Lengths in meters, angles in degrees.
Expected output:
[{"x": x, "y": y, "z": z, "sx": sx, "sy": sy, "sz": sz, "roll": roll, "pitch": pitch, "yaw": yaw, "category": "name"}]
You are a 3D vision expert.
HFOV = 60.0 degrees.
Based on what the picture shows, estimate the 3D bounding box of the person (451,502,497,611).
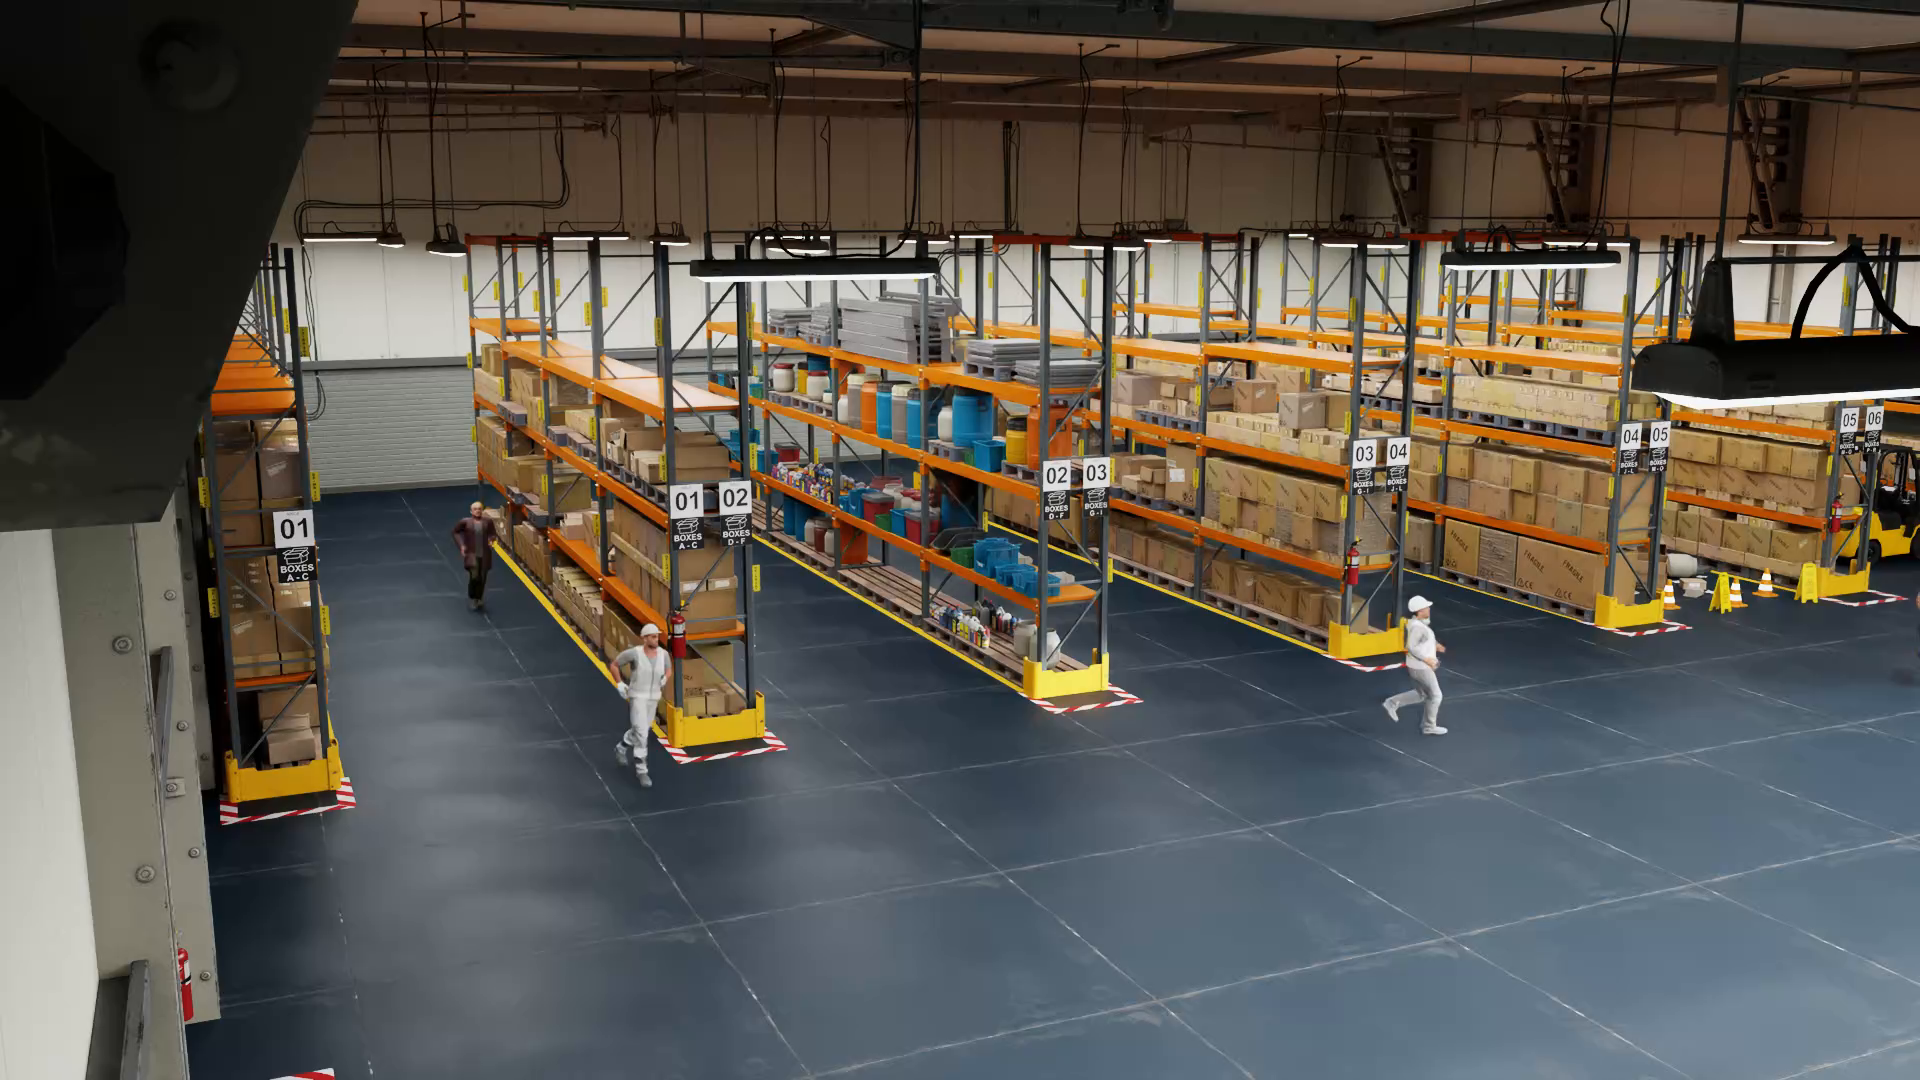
[{"x": -7.869, "y": 0.315, "z": 27.132, "sx": 0.680, "sy": 1.690, "sz": 0.745, "roll": -6, "pitch": 13, "yaw": -30, "category": "person"}]

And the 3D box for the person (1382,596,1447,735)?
[{"x": 5.671, "y": 1.548, "z": 20.598, "sx": 0.794, "sy": 1.738, "sz": 0.668, "roll": 2, "pitch": 11, "yaw": 10, "category": "person"}]

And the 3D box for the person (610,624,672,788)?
[{"x": -3.608, "y": 1.822, "z": 19.081, "sx": 0.684, "sy": 1.771, "sz": 0.968, "roll": -10, "pitch": 15, "yaw": -42, "category": "person"}]
